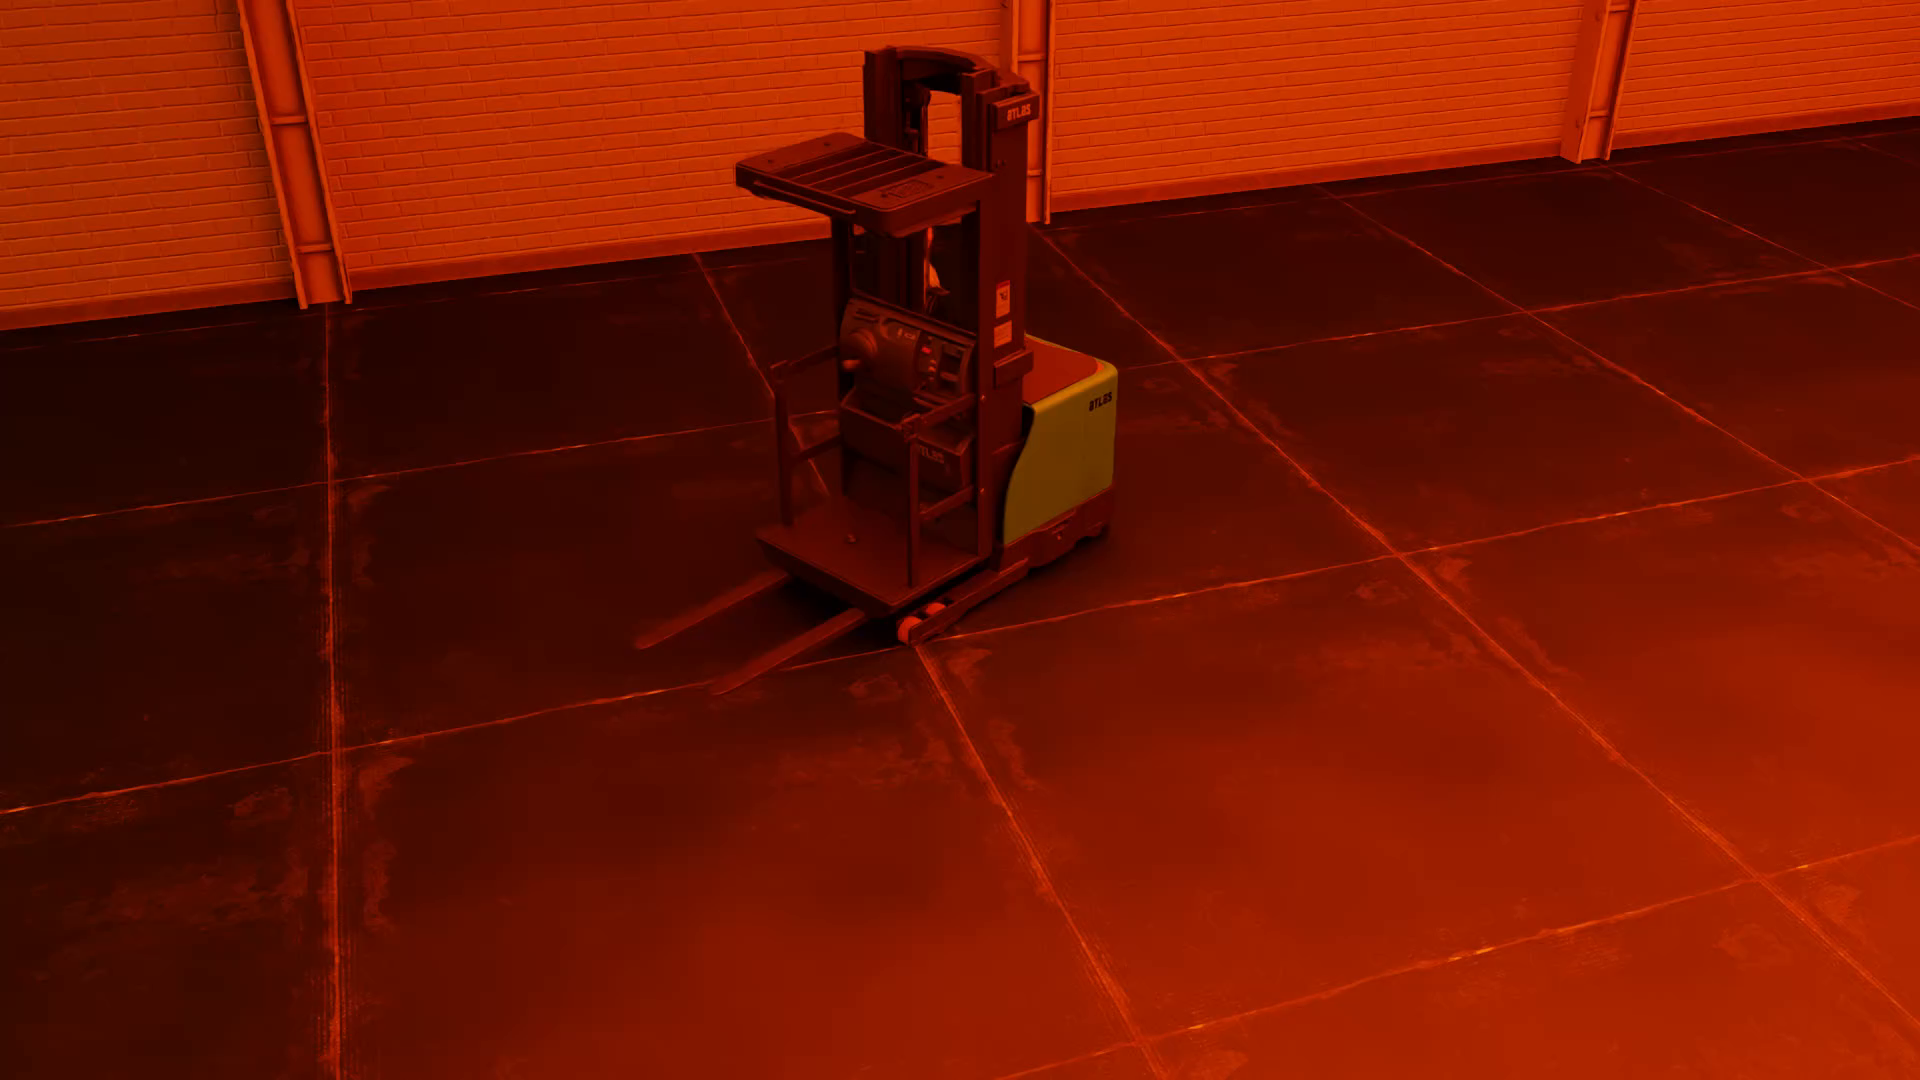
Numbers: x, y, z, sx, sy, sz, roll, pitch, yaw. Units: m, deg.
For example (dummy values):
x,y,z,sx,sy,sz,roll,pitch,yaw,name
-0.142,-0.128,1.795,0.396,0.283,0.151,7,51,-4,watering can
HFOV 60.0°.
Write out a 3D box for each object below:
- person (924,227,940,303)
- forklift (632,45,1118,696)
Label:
x,y,z,sx,sy,sz,roll,pitch,yaw,name
-0.257,-1.356,10.837,0.498,1.568,0.838,-3,30,-4,person
-0.434,-0.974,8.780,1.130,2.935,3.031,25,38,36,forklift
